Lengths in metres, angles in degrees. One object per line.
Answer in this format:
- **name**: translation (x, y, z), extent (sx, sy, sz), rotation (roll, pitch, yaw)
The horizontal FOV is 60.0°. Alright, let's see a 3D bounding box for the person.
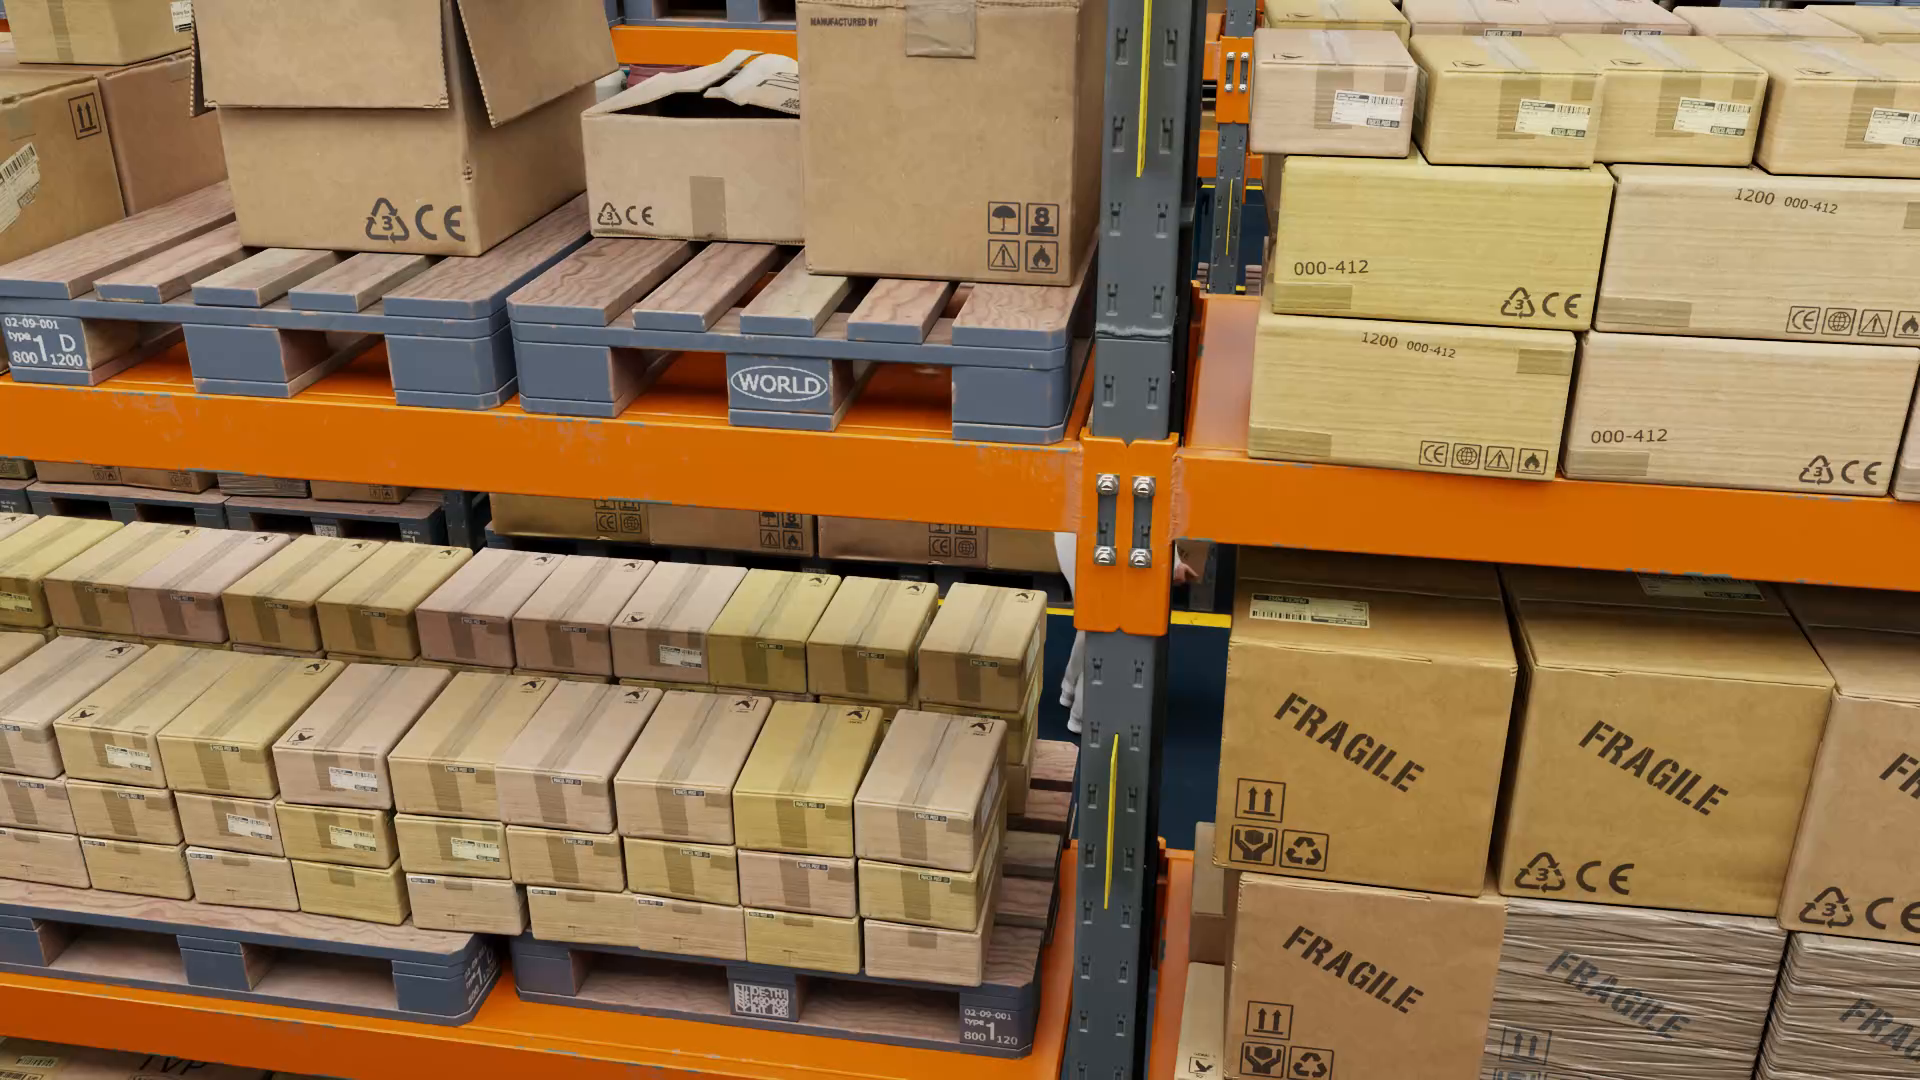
- **person**: translation (0.713, 0.029, 7.138), extent (0.622, 1.720, 0.537), rotation (1, 25, 2)
